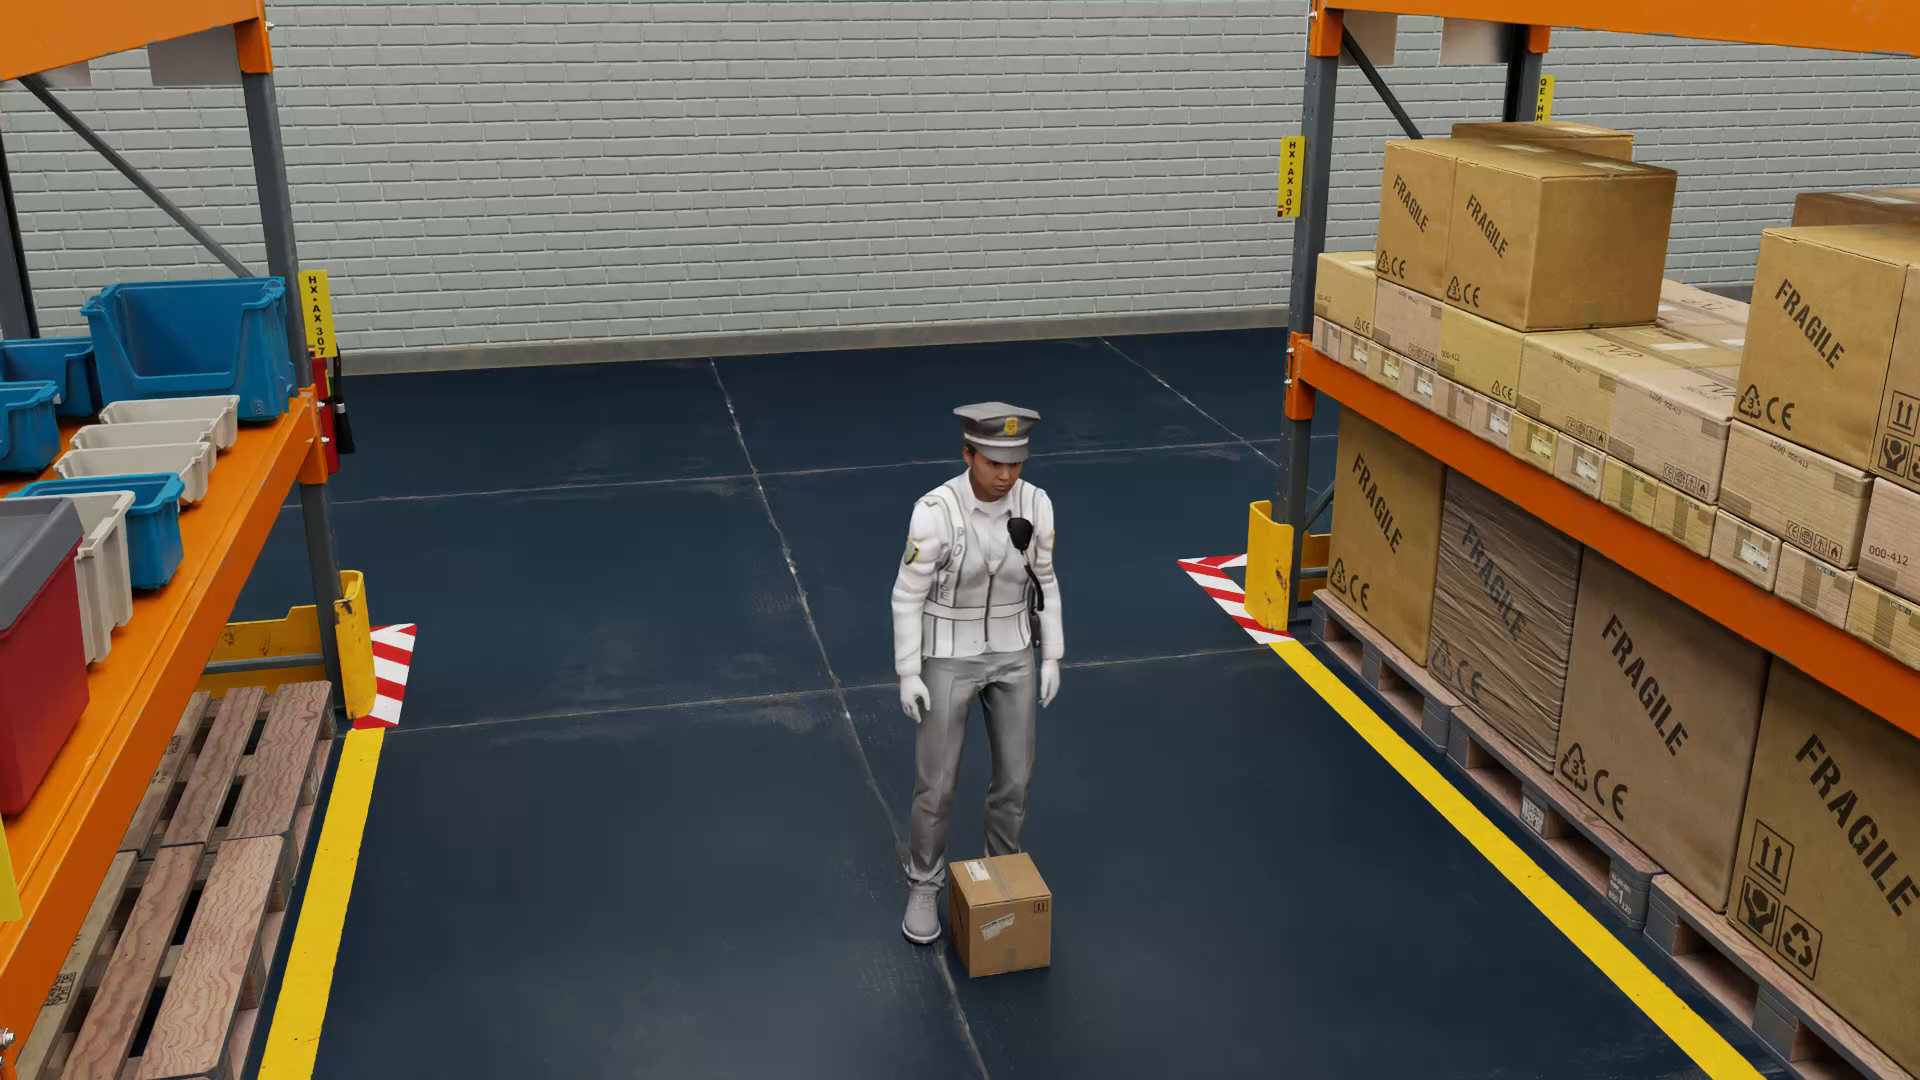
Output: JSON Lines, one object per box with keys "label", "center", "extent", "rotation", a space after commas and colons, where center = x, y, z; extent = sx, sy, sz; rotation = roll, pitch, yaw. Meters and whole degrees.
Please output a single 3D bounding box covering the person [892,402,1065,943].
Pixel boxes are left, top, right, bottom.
{"label": "person", "center": [0.059, 0.384, 4.997], "extent": [0.539, 1.662, 0.374], "rotation": [-6, 21, -16]}
